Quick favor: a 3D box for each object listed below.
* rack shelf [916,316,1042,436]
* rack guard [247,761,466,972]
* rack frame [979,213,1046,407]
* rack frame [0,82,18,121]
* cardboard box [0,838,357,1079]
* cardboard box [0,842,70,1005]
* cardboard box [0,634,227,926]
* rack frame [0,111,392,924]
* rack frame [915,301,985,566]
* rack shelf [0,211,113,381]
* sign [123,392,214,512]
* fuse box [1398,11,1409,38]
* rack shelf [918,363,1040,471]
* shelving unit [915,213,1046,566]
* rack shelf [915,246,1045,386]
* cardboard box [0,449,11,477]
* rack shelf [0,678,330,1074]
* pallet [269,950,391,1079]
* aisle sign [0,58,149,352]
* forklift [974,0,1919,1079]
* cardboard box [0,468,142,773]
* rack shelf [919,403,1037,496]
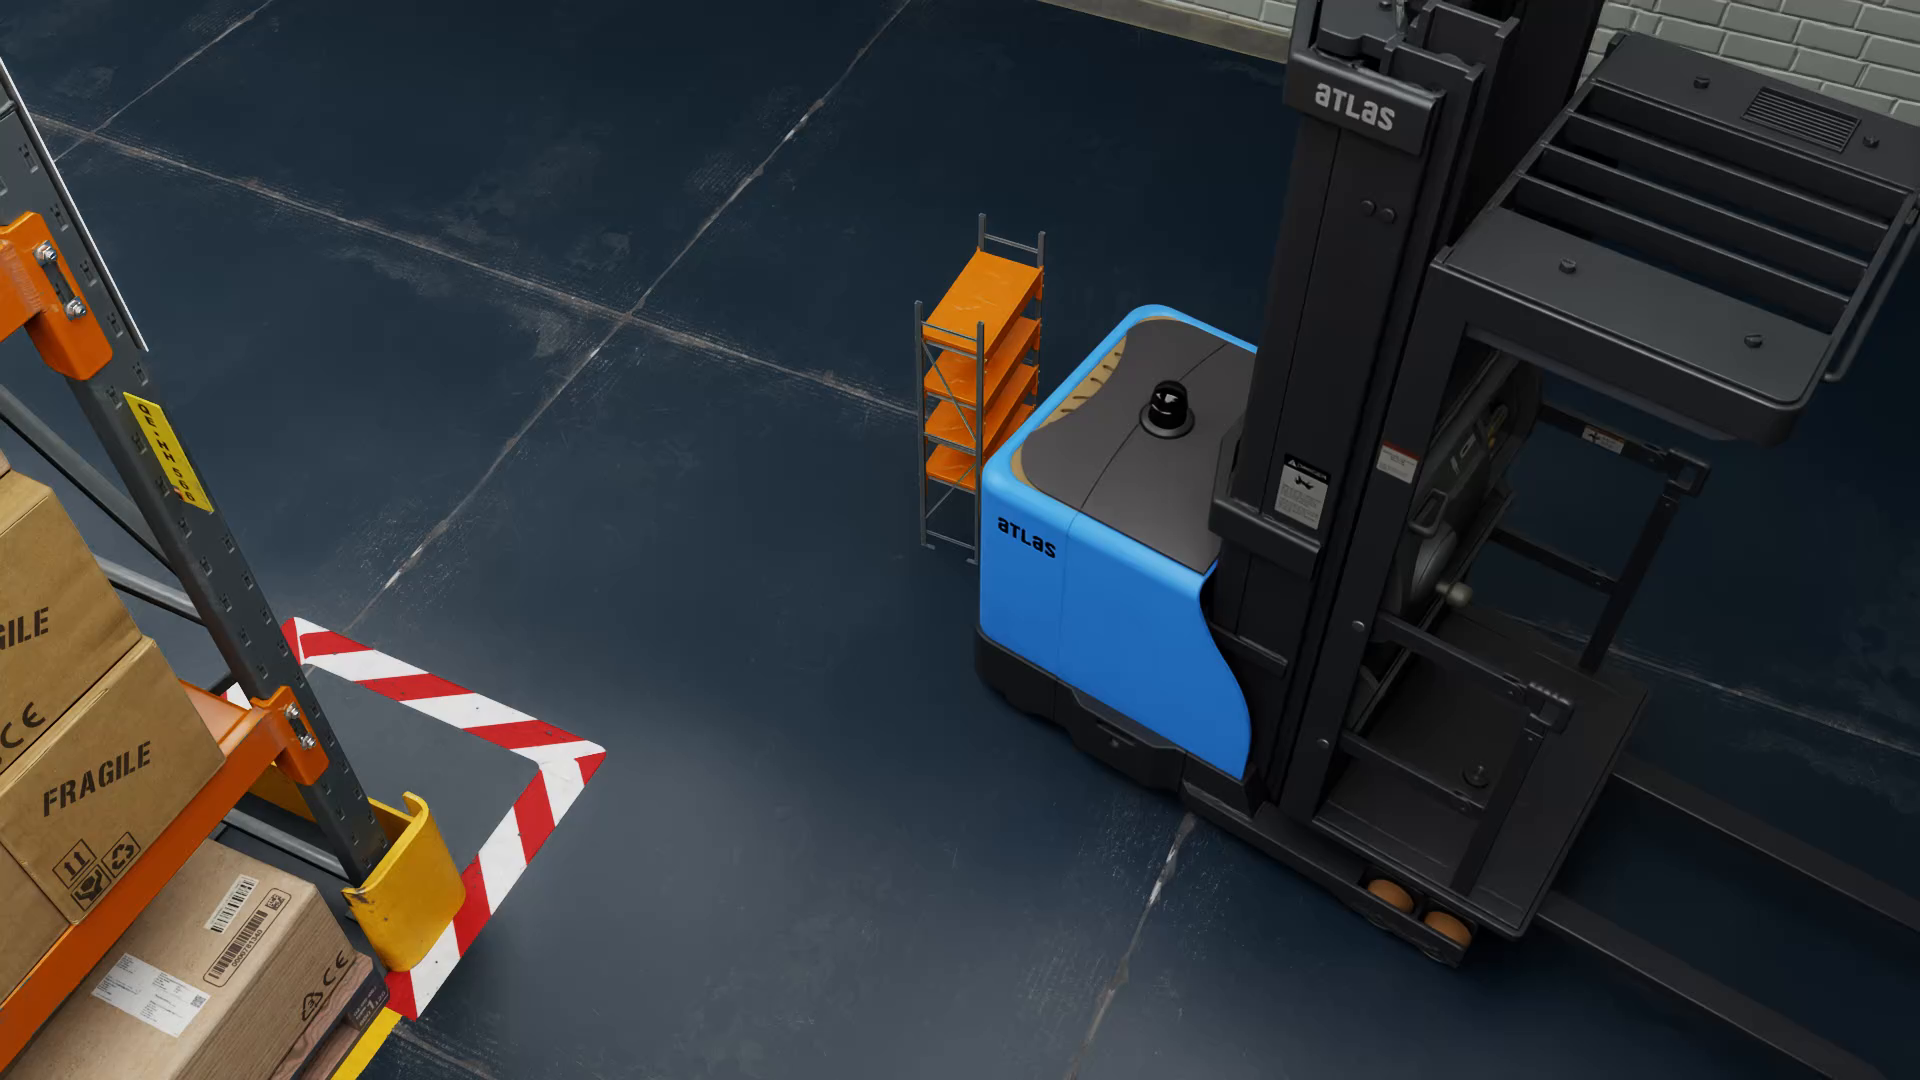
[{"bbox_3d":[0.071,-0.604,5.771,0.258,0.148,0.480,20,52,16],"label":"rack shelf"},{"bbox_3d":[-2.150,0.877,5.176,1.175,0.500,0.348,20,52,16],"label":"rack guard"},{"bbox_3d":[0.175,-0.671,6.033,0.240,1.200,0.015,20,52,16],"label":"rack frame"},{"bbox_3d":[-2.160,-1.861,1.925,1.000,3.000,0.127,20,52,16],"label":"rack frame"},{"bbox_3d":[-2.351,1.265,4.611,0.875,0.438,0.875,18,52,15],"label":"cardboard box"},{"bbox_3d":[-2.355,0.810,3.526,0.500,0.500,0.500,19,52,15],"label":"cardboard box"},{"bbox_3d":[-2.127,0.469,3.816,0.500,0.500,0.500,20,53,16],"label":"cardboard box"},{"bbox_3d":[-2.160,0.083,4.210,1.000,3.000,0.127,20,52,16],"label":"rack frame"},{"bbox_3d":[-0.034,-0.335,5.747,0.240,1.200,0.015,20,52,16],"label":"rack frame"},{"bbox_3d":[-3.014,0.722,2.169,1.077,0.370,4.000,20,52,16],"label":"rack shelf"},{"bbox_3d":[-1.675,-0.183,3.520,0.100,0.325,0.005,20,52,16],"label":"sign"},{"bbox_3d":[2.065,-2.606,7.344,0.539,1.711,0.414,20,52,16],"label":"fuse box"},{"bbox_3d":[0.071,-0.459,5.941,0.258,0.148,0.480,20,52,16],"label":"rack shelf"},{"bbox_3d":[0.071,-0.503,5.890,0.258,1.200,0.503,20,52,16],"label":"shelving unit"},{"bbox_3d":[0.071,-0.757,5.591,0.258,0.148,0.480,20,52,16],"label":"rack shelf"},{"bbox_3d":[-2.132,-0.171,3.278,0.380,0.149,0.250,20,53,17],"label":"cardboard box"},{"bbox_3d":[-3.014,1.694,3.312,1.077,0.370,4.000,20,52,16],"label":"rack shelf"},{"bbox_3d":[-2.431,1.563,4.781,1.003,0.211,1.213,20,52,16],"label":"pallet"},{"bbox_3d":[-1.849,-0.708,3.176,0.394,0.787,0.004,20,52,16],"label":"aisle sign"},{"bbox_3d":[1.546,-0.112,4.421,3.031,2.935,1.130,28,55,22],"label":"forklift"},{"bbox_3d":[-2.150,0.136,3.442,0.500,0.500,0.500,21,53,17],"label":"cardboard box"},{"bbox_3d":[0.071,-0.331,6.092,0.258,0.148,0.480,20,52,16],"label":"rack shelf"}]
